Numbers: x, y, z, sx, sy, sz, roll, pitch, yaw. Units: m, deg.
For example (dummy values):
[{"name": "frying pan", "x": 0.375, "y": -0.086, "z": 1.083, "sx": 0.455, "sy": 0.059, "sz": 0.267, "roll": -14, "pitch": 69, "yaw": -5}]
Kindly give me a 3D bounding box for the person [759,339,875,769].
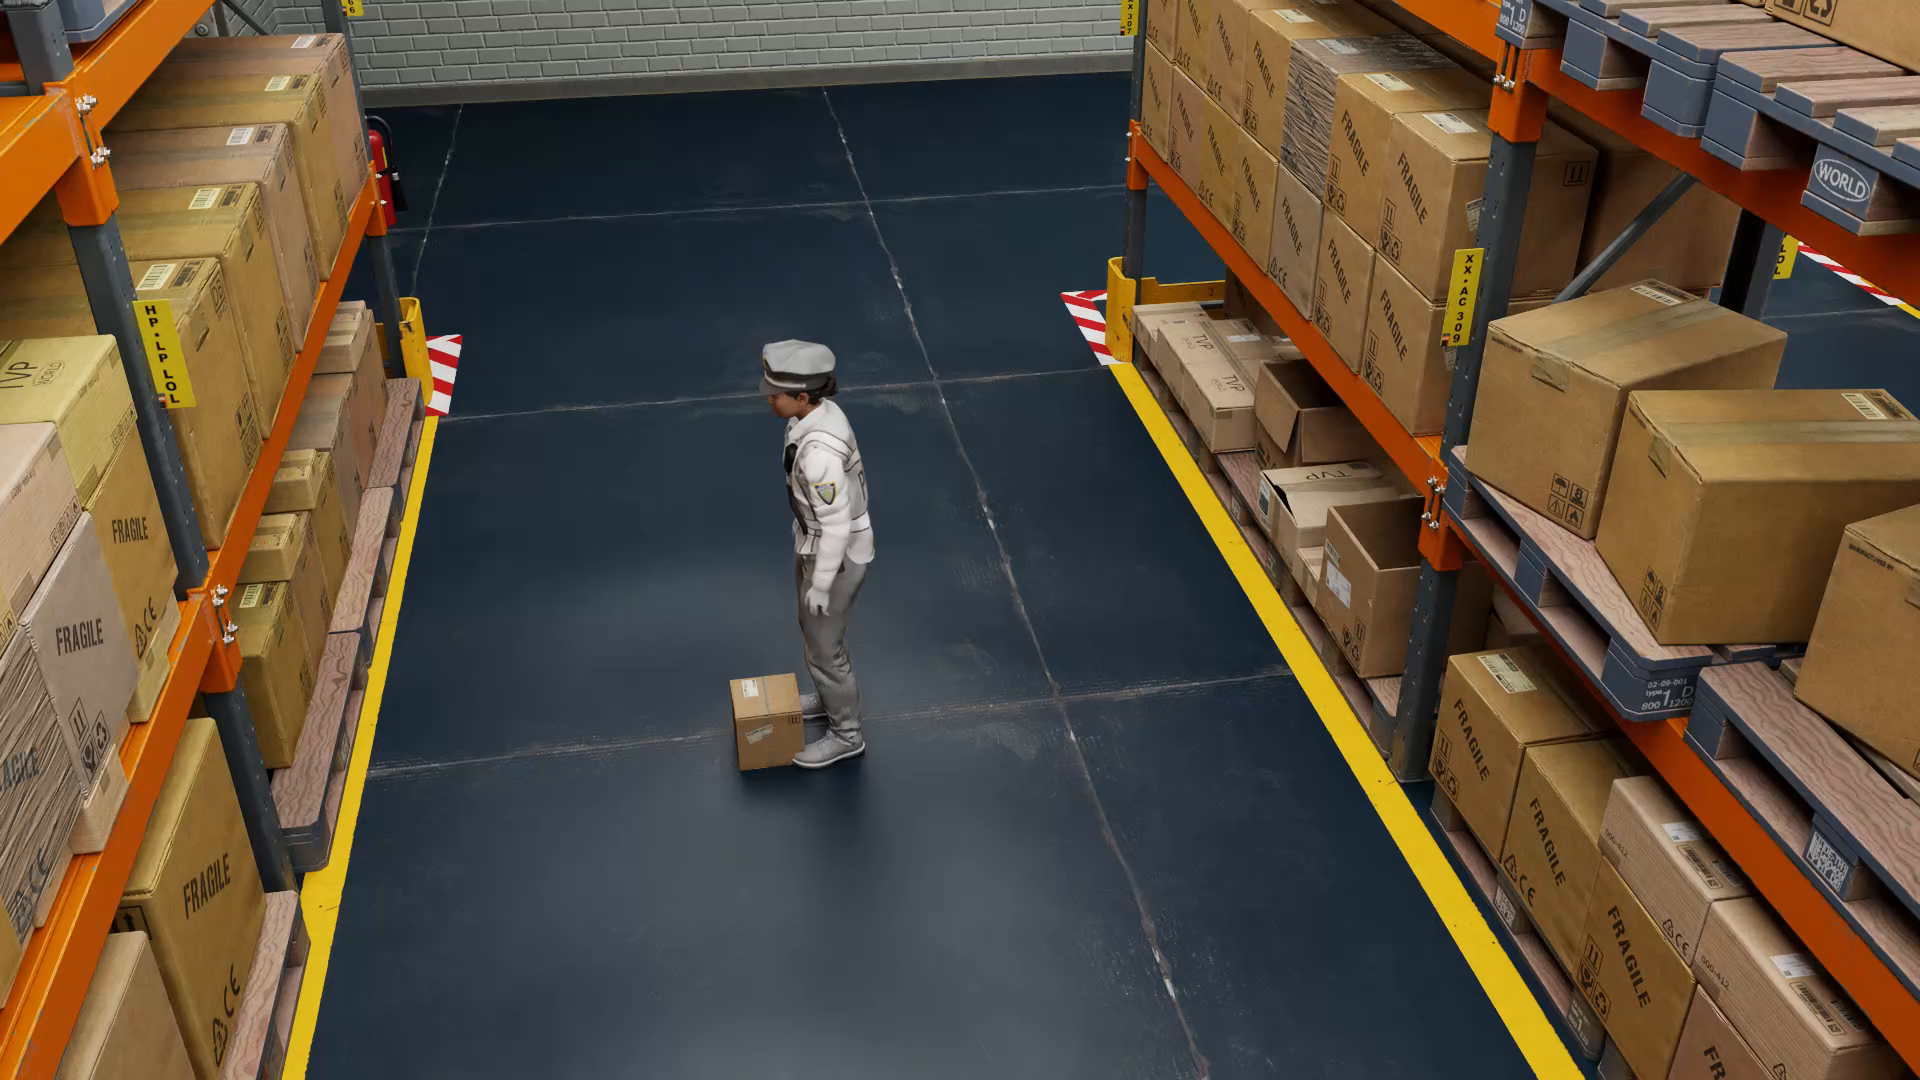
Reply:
[{"name": "person", "x": -0.500, "y": 0.058, "z": 6.032, "sx": 0.372, "sy": 1.663, "sz": 0.529, "roll": -5, "pitch": 31, "yaw": -9}]
